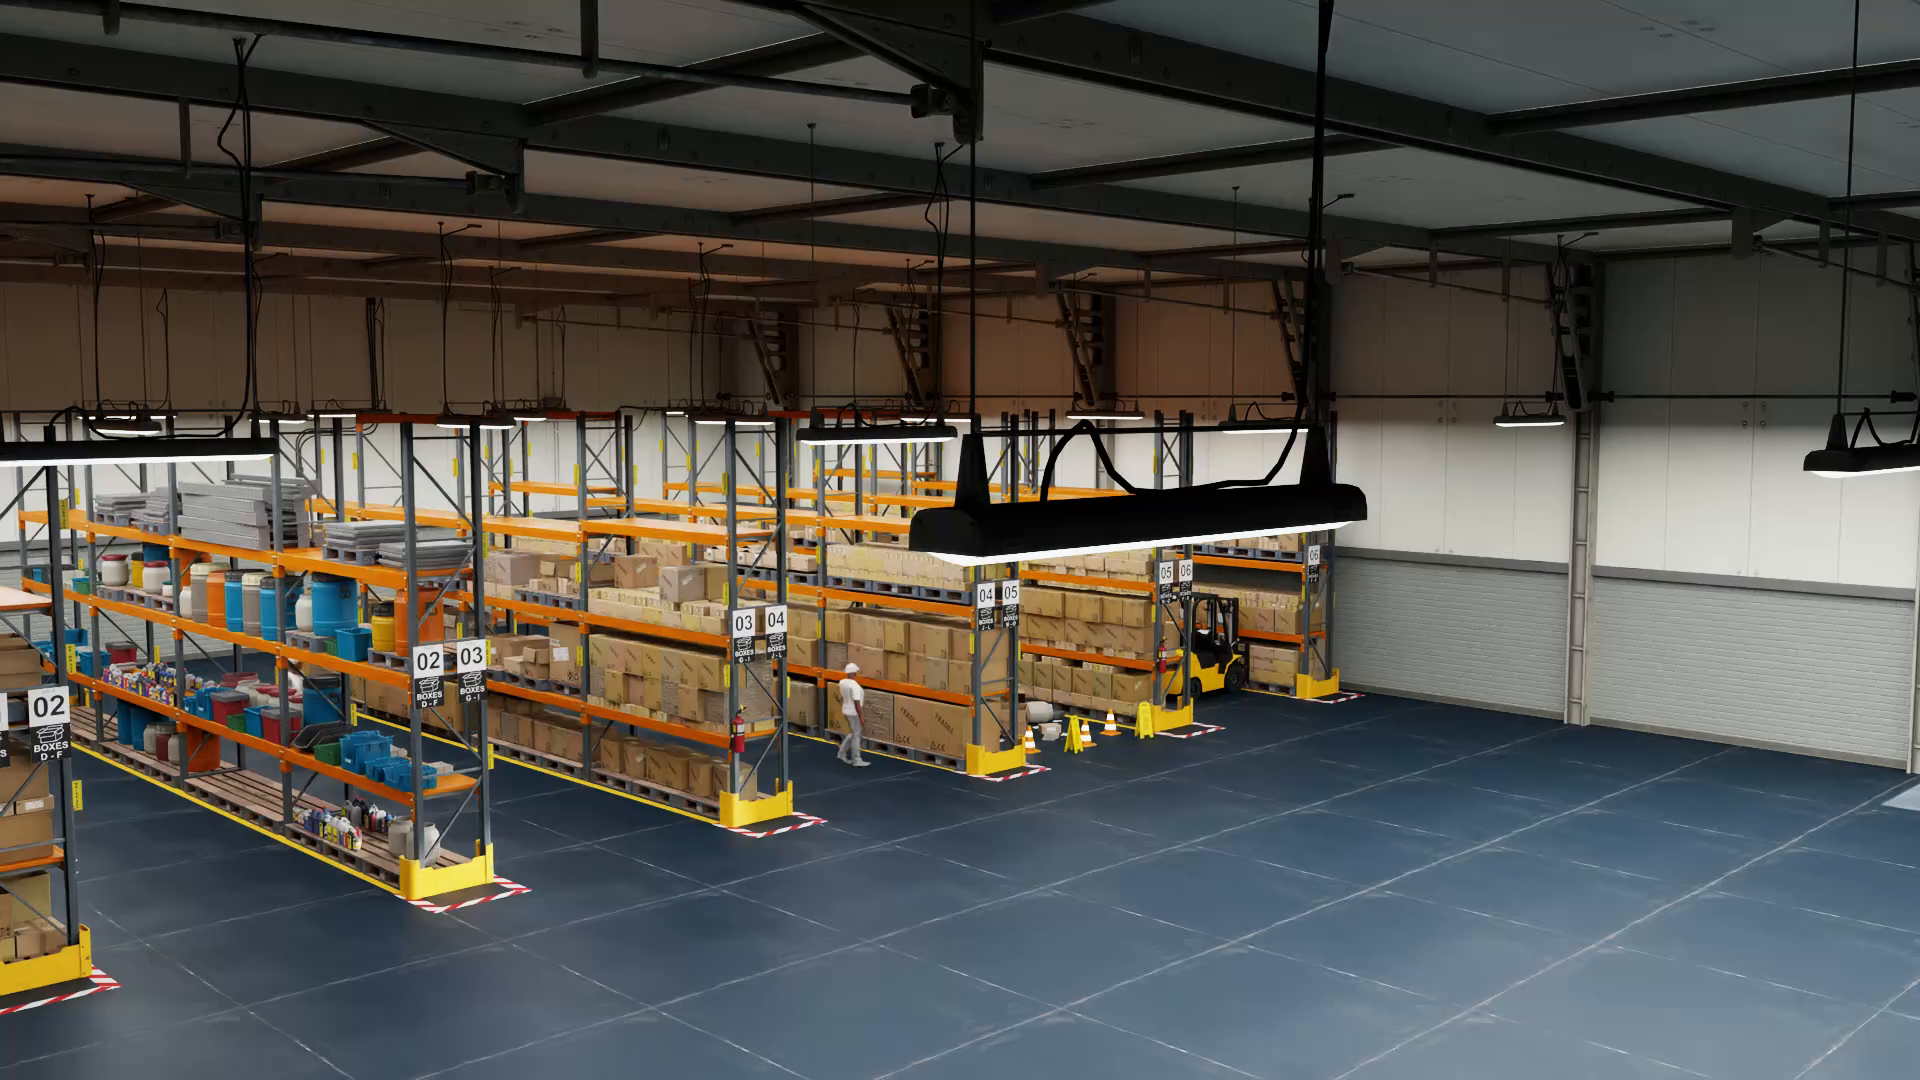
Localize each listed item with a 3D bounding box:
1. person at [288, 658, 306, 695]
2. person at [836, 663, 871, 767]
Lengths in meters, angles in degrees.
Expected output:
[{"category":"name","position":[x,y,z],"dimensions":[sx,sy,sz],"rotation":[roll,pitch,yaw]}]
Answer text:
[{"category":"person","position":[-11.607,2.888,29.298],"dimensions":[0.735,1.720,1.050],"rotation":[-4,7,-41]},{"category":"person","position":[-1.820,2.985,28.504],"dimensions":[0.514,1.776,0.642],"rotation":[-2,5,-20]}]
